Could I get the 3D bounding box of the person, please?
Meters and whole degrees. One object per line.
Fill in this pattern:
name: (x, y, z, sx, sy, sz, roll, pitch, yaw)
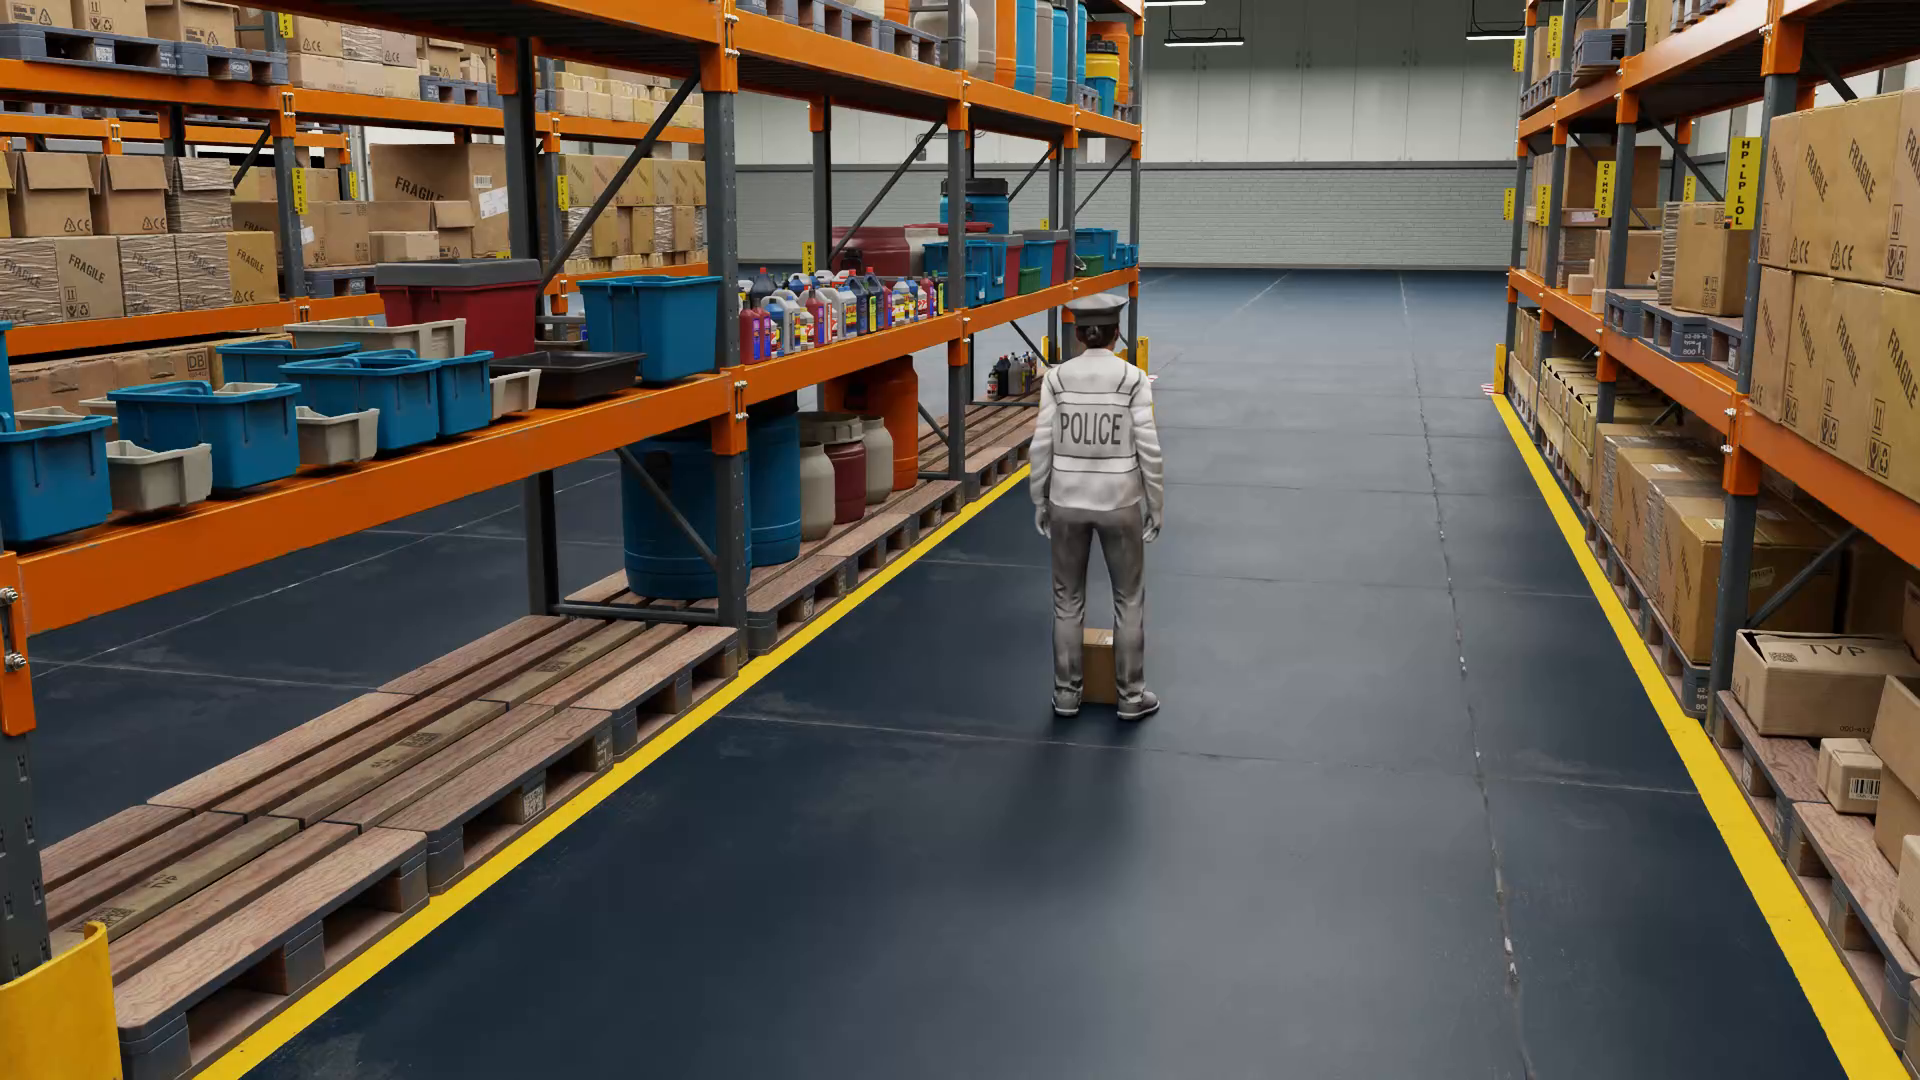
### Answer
person: (0.535, -0.122, 6.536, 0.529, 1.663, 0.371, 3, 12, 14)
